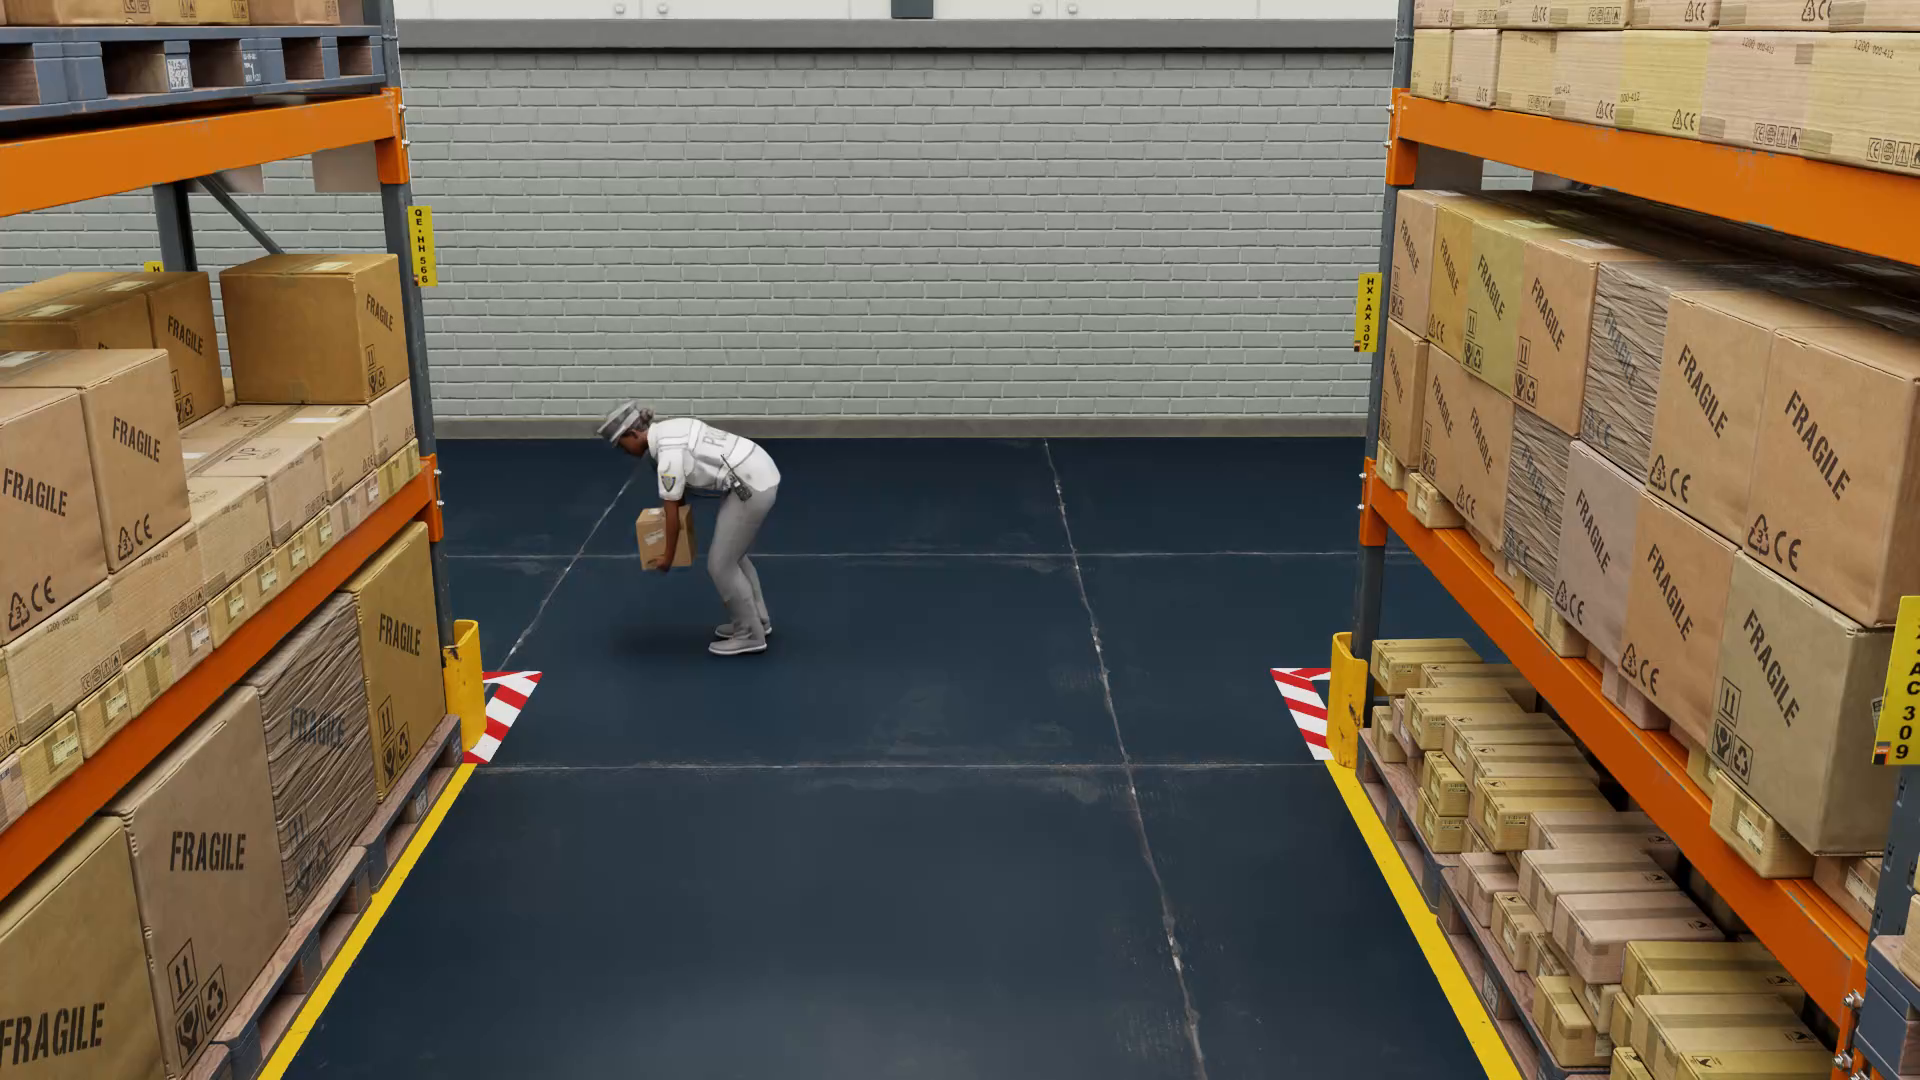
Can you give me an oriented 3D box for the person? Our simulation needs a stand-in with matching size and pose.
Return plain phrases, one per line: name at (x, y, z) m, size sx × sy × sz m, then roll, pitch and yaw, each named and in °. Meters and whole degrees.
person at (-1.353, -0.073, 8.421) m, size 0.902 × 1.291 × 0.414 m, roll -1°, pitch 17°, yaw -2°
